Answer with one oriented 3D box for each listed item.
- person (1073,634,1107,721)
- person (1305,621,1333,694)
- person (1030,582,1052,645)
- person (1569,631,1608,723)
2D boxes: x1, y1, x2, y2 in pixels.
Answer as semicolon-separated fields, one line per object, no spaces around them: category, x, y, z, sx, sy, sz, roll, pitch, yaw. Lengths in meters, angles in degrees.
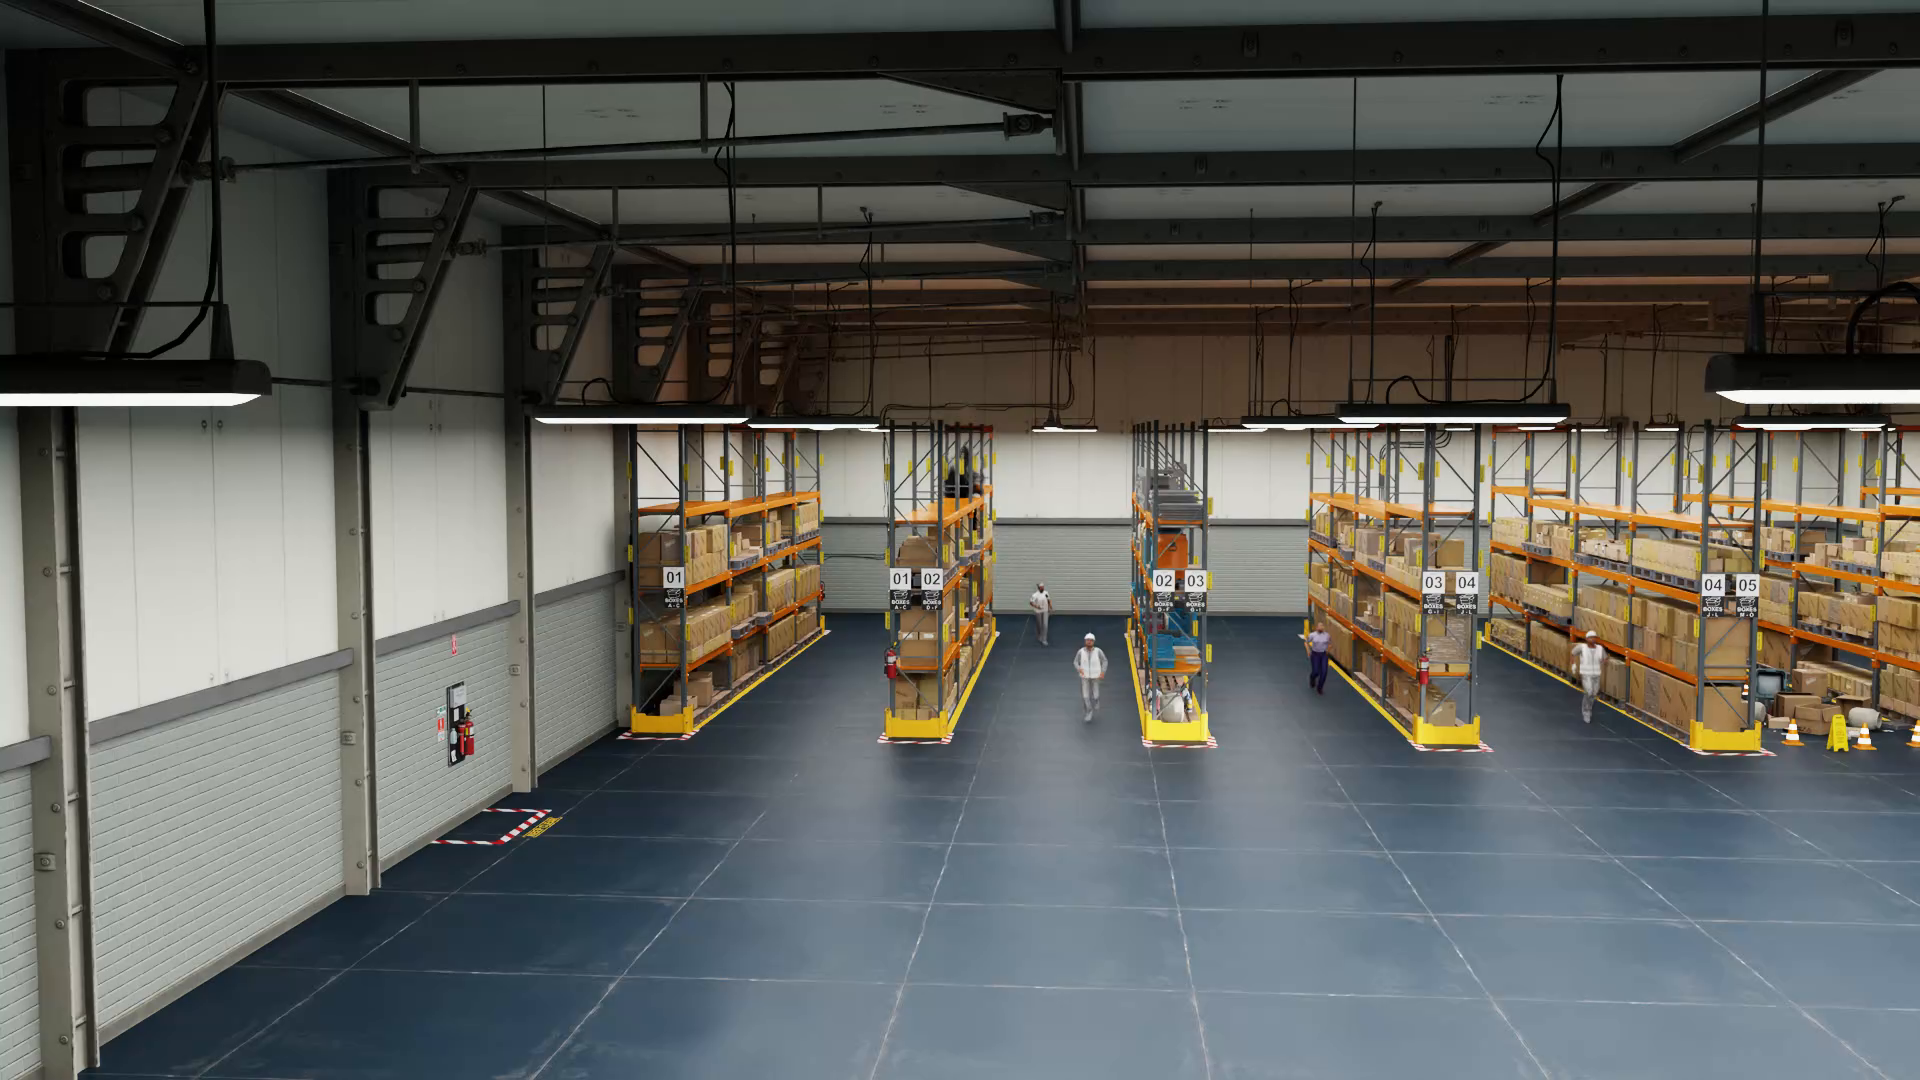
person;2.618;2.750;33.458;0.691;1.735;0.609;0;4;5
person;7.968;2.605;36.843;0.611;1.596;0.545;0;4;0
person;2.229;2.006;45.622;0.626;1.735;0.807;-1;4;-11
person;12.613;2.730;33.279;0.660;1.837;0.761;0;4;-3
